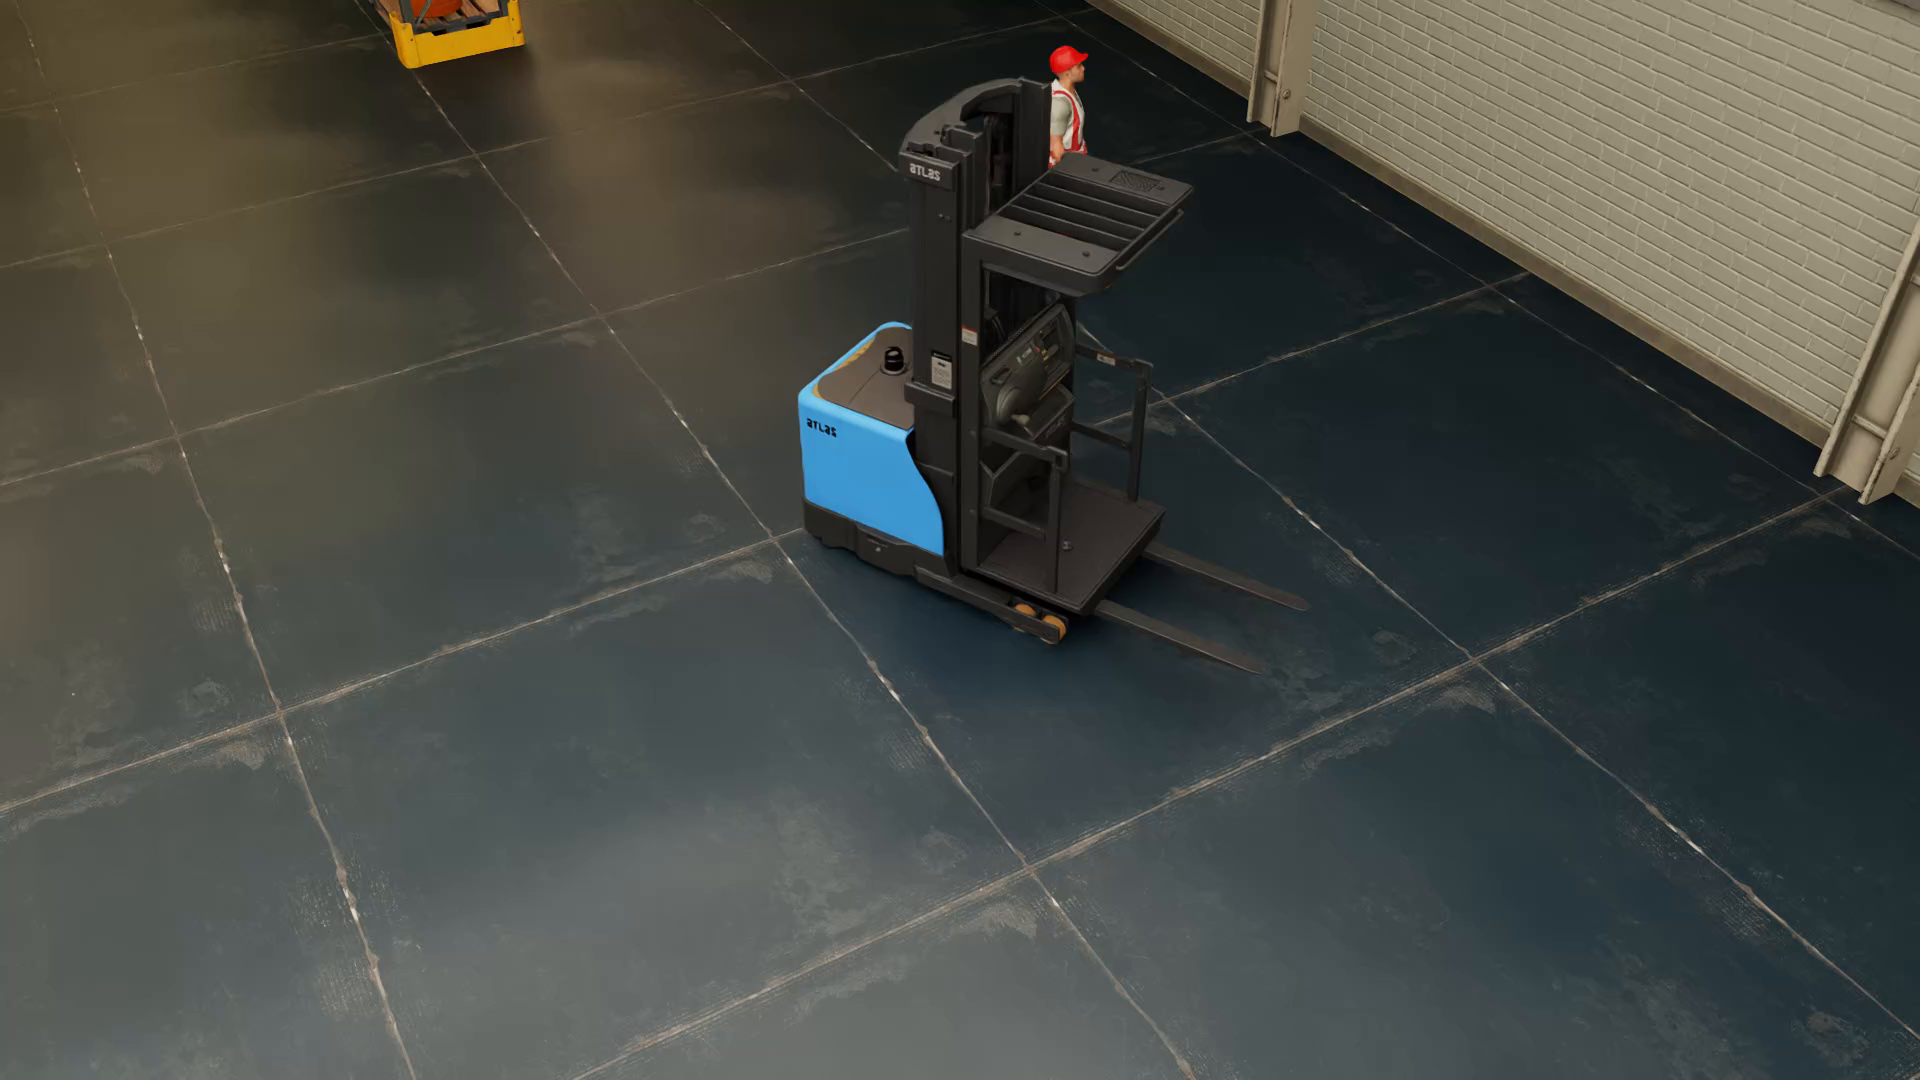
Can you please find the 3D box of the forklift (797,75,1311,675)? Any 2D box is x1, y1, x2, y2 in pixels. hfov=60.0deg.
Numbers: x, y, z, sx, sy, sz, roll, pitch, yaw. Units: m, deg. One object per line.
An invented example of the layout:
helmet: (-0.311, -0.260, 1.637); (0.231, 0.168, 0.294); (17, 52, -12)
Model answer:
forklift: (0.554, -0.916, 9.140); (3.031, 2.935, 1.130); (22, 44, 24)

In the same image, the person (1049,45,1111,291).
person: (0.876, -2.746, 12.236); (0.564, 1.785, 0.648); (3, 40, 3)
